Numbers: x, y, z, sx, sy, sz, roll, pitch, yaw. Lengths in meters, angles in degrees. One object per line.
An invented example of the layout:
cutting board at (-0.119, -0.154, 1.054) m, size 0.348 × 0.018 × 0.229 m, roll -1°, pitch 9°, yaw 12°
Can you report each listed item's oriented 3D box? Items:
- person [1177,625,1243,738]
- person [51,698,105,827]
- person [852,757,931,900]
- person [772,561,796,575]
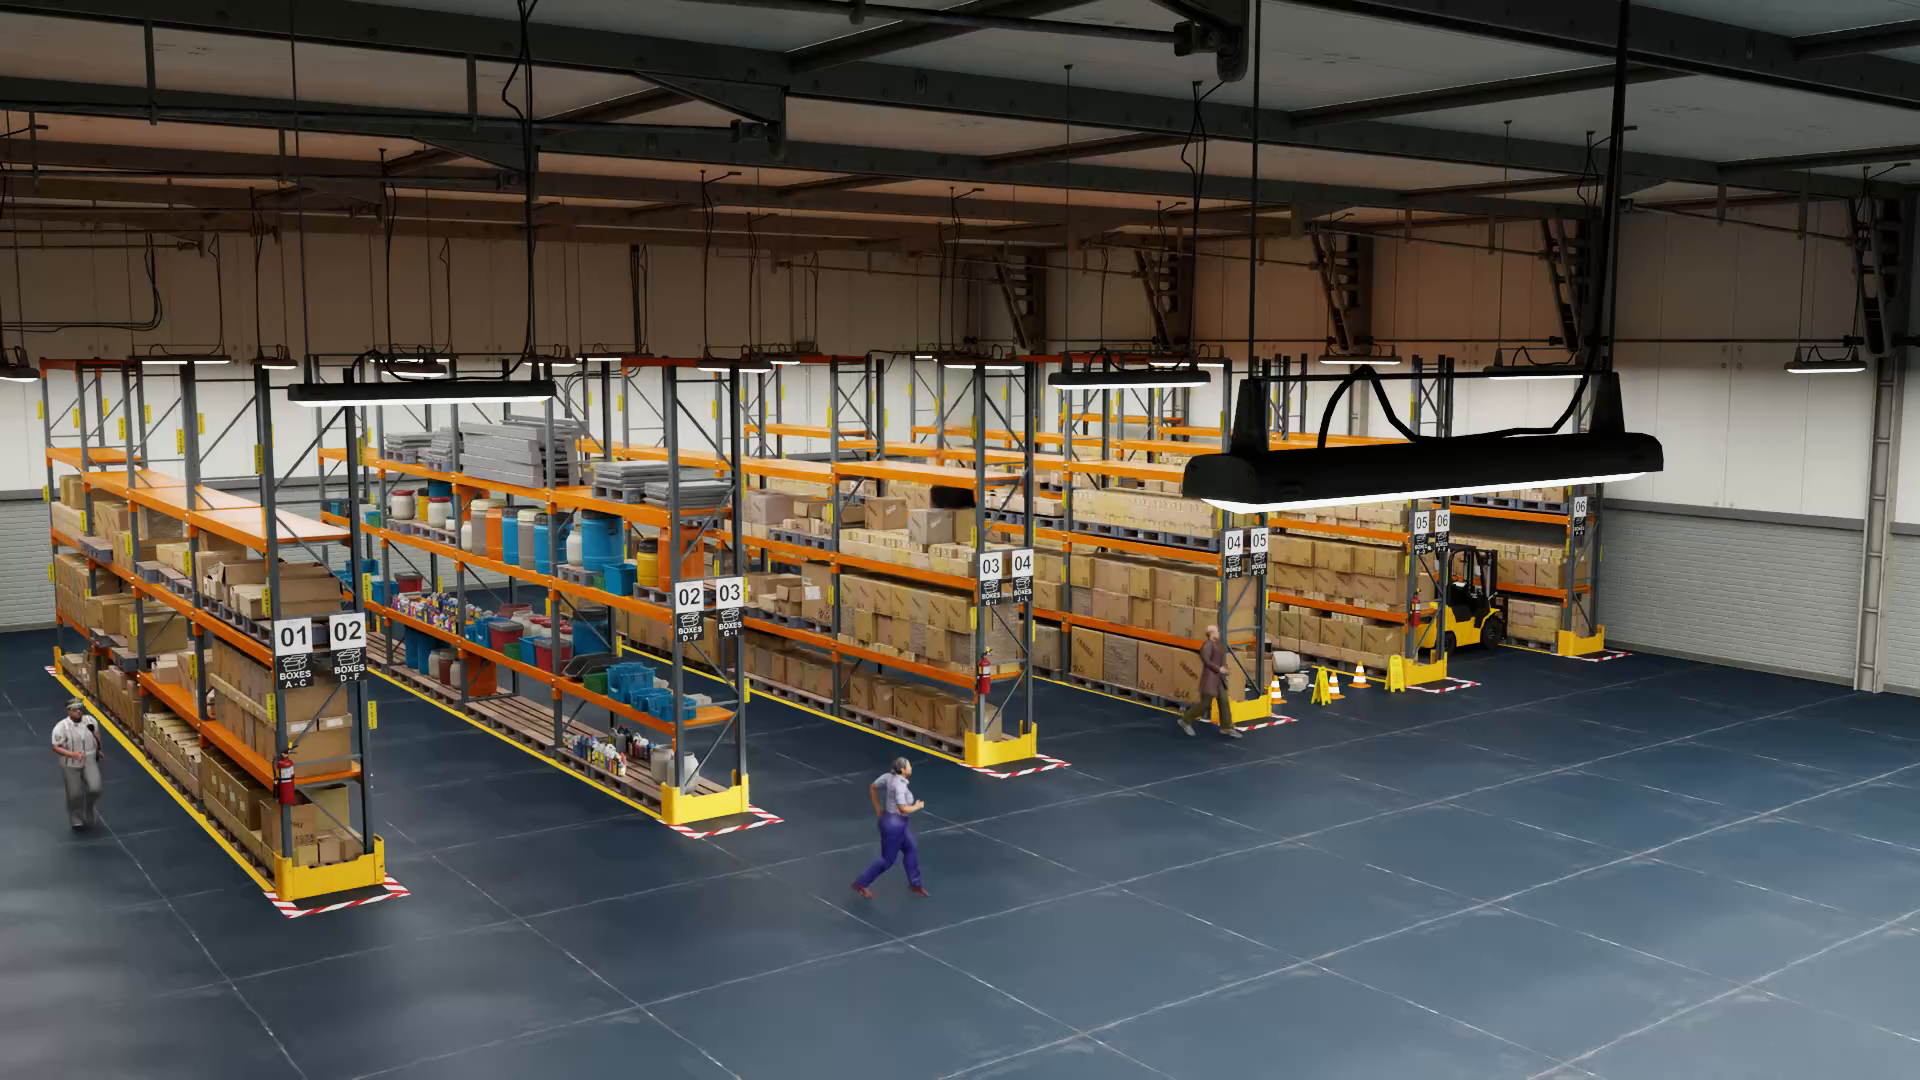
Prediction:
person at (4.057, 2.249, 26.676) m, size 1.038 × 1.761 × 0.766 m, roll 2°, pitch 7°, yaw 18°
person at (-11.381, 2.880, 21.529) m, size 0.729 × 1.733 × 0.642 m, roll 7°, pitch 10°, yaw 44°
person at (-0.777, 3.281, 18.772) m, size 0.936 × 1.685 × 0.627 m, roll -2°, pitch 7°, yaw -16°
person at (-4.512, 0.396, 42.641) m, size 0.547 × 1.719 × 0.772 m, roll 6°, pitch 9°, yaw 42°
